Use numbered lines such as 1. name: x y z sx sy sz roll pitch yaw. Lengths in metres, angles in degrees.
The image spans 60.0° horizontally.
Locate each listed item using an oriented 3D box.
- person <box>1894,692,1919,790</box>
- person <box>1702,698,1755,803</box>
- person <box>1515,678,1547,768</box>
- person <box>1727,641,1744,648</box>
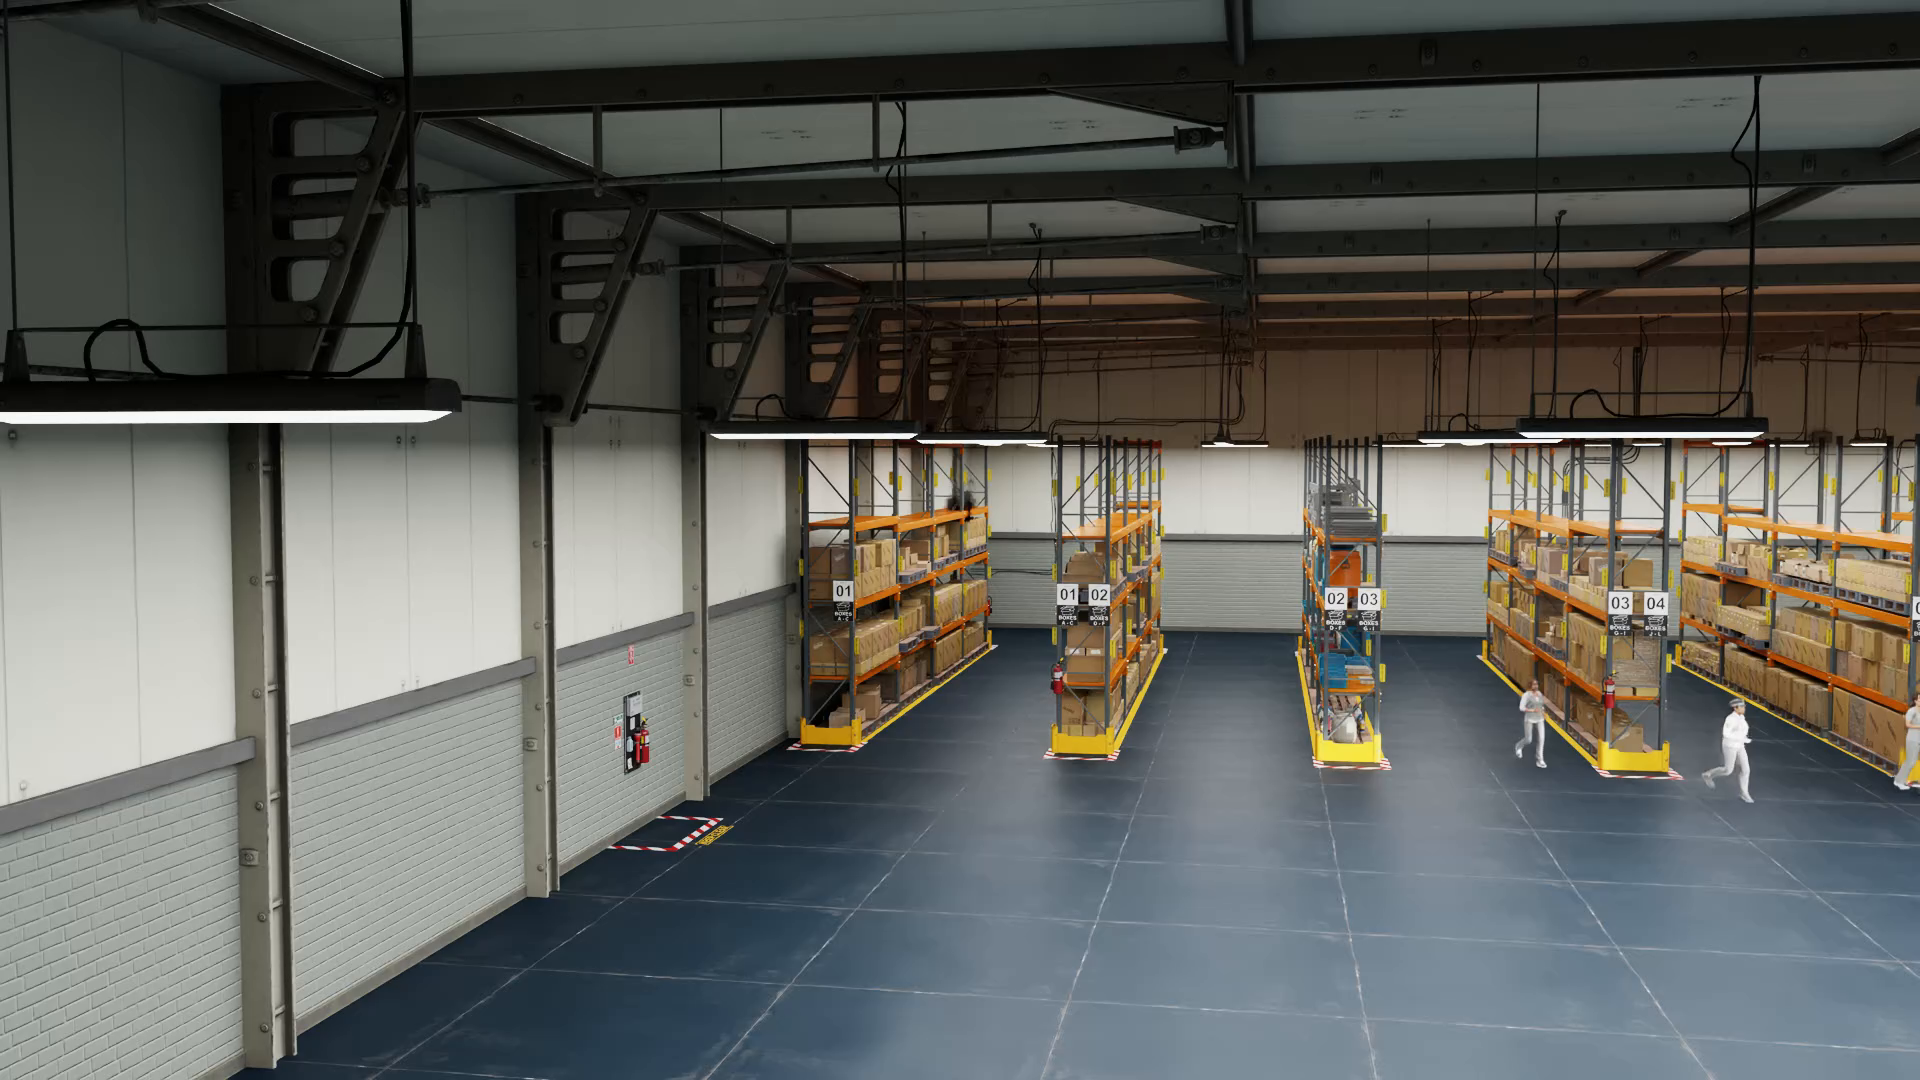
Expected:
1. person: 15.935 3.395 27.702 0.565 1.743 0.666 -1 3 -22
2. person: 12.676 3.427 27.351 0.645 1.712 0.900 -2 4 -36
3. person: 10.393 3.296 30.181 0.552 1.575 0.819 -1 3 -13
4. person: 21.326 2.399 45.483 0.858 1.764 0.704 1 3 17
